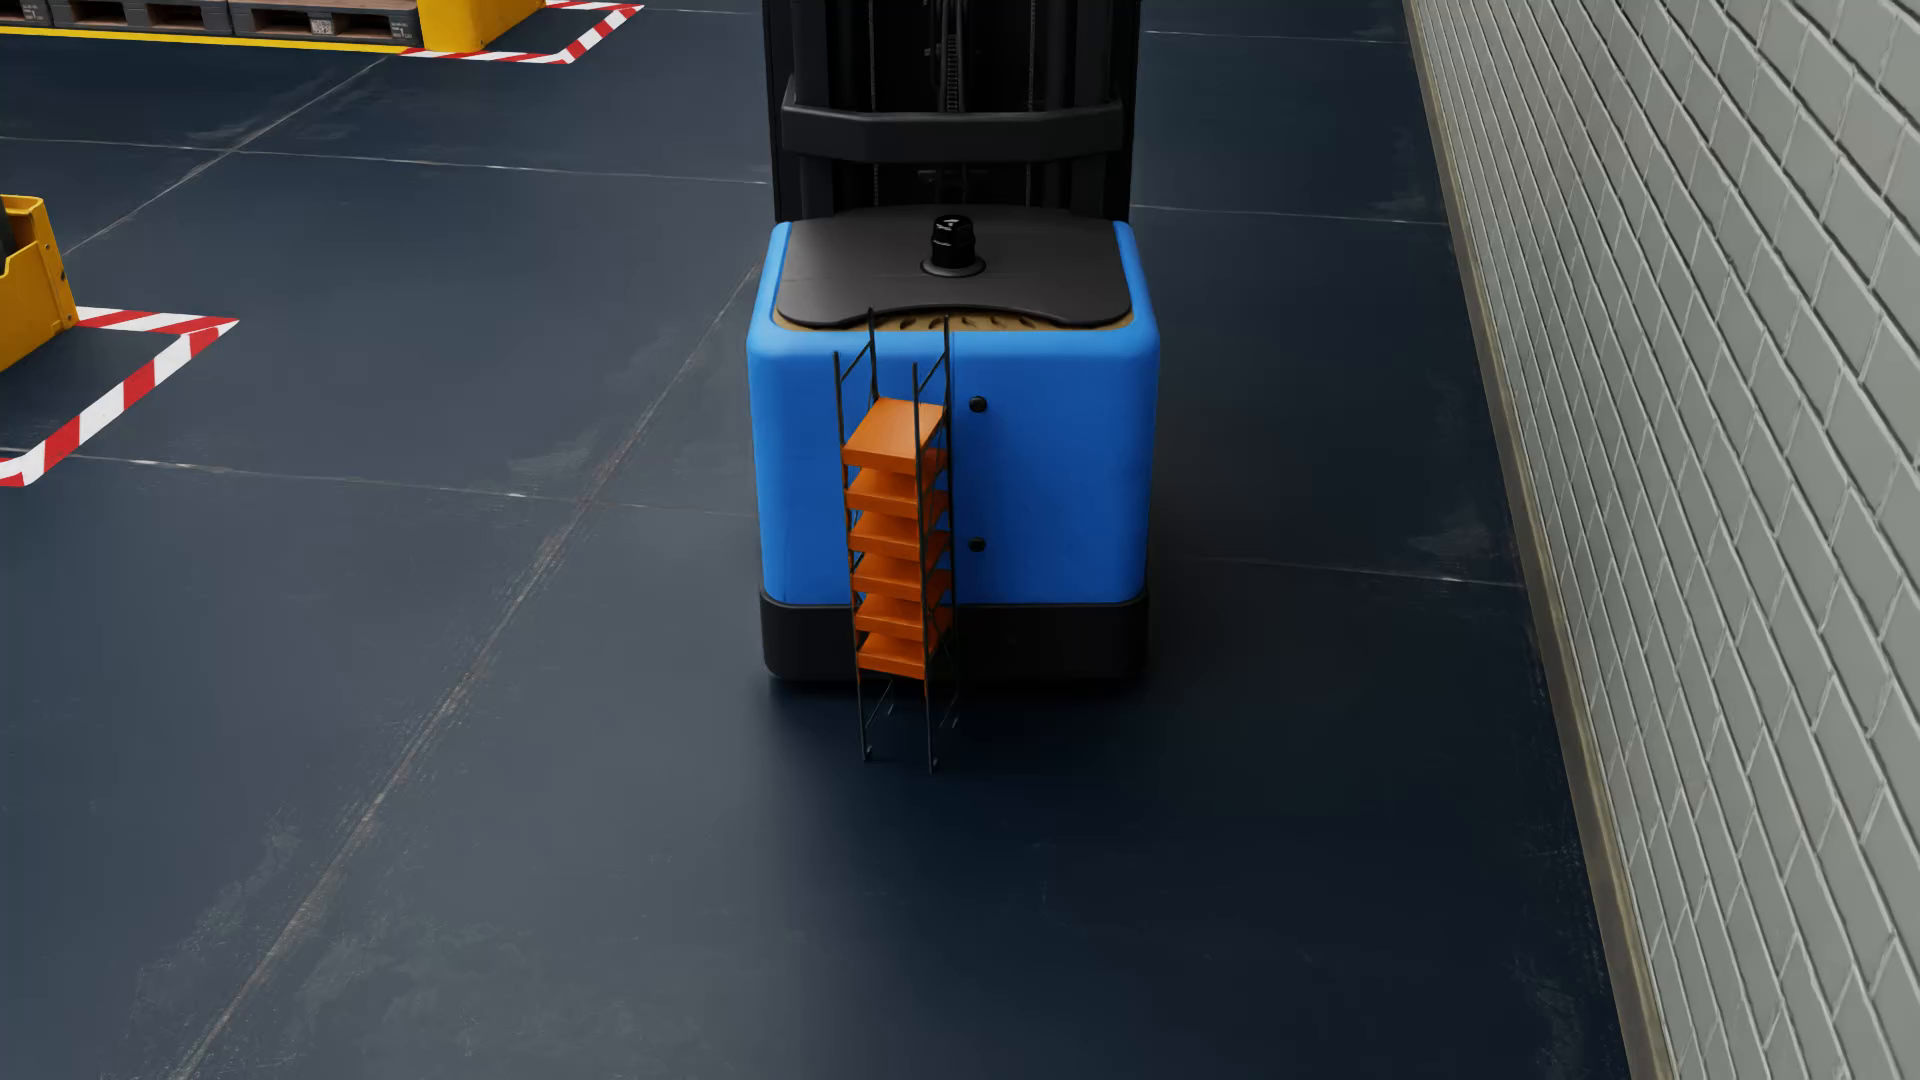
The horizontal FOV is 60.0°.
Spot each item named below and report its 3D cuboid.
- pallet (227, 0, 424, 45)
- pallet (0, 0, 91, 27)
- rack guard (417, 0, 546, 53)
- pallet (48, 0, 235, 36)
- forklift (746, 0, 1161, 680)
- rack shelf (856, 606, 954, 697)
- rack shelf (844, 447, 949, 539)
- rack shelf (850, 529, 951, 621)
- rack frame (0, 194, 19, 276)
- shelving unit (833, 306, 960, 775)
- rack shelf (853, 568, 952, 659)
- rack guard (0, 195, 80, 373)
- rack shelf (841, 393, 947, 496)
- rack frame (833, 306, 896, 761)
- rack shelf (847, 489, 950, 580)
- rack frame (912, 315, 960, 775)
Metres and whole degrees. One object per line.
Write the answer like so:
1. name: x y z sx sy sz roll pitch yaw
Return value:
1. pallet: -3.774 -3.381 10.452 1.213 0.211 1.003 5 32 8
2. pallet: -6.179 -3.599 10.800 1.213 0.211 1.003 5 32 8
3. rack guard: -2.941 -3.414 10.233 0.348 0.500 1.175 5 32 8
4. pallet: -4.973 -3.491 10.628 1.213 0.211 1.003 5 32 8
5. forklift: -0.027 -1.606 5.053 1.130 2.935 3.031 0 32 0
6. rack shelf: -0.133 0.265 4.216 0.180 0.103 0.258 10 37 15
7. rack shelf: -0.143 -0.127 3.940 0.180 0.103 0.258 10 37 15
8. rack shelf: -0.138 0.069 4.078 0.180 0.103 0.258 10 37 15
9. rack frame: -3.800 -1.879 5.424 0.127 3.000 1.000 5 32 8
10. shelving unit: -0.139 0.033 4.053 0.189 1.200 0.258 10 37 15
11. rack shelf: -0.135 0.167 4.147 0.180 0.103 0.258 10 37 15
12. rack guard: -3.777 -0.817 6.084 0.348 0.500 1.175 5 32 8
13. rack shelf: -0.146 -0.225 3.871 0.180 0.103 0.258 10 37 15
14. rack frame: -0.226 0.018 4.077 0.006 1.200 0.240 10 37 15
15. rack shelf: -0.141 -0.029 4.009 0.180 0.103 0.258 10 37 15
16. rack frame: -0.052 0.047 4.029 0.006 1.200 0.240 10 37 15
